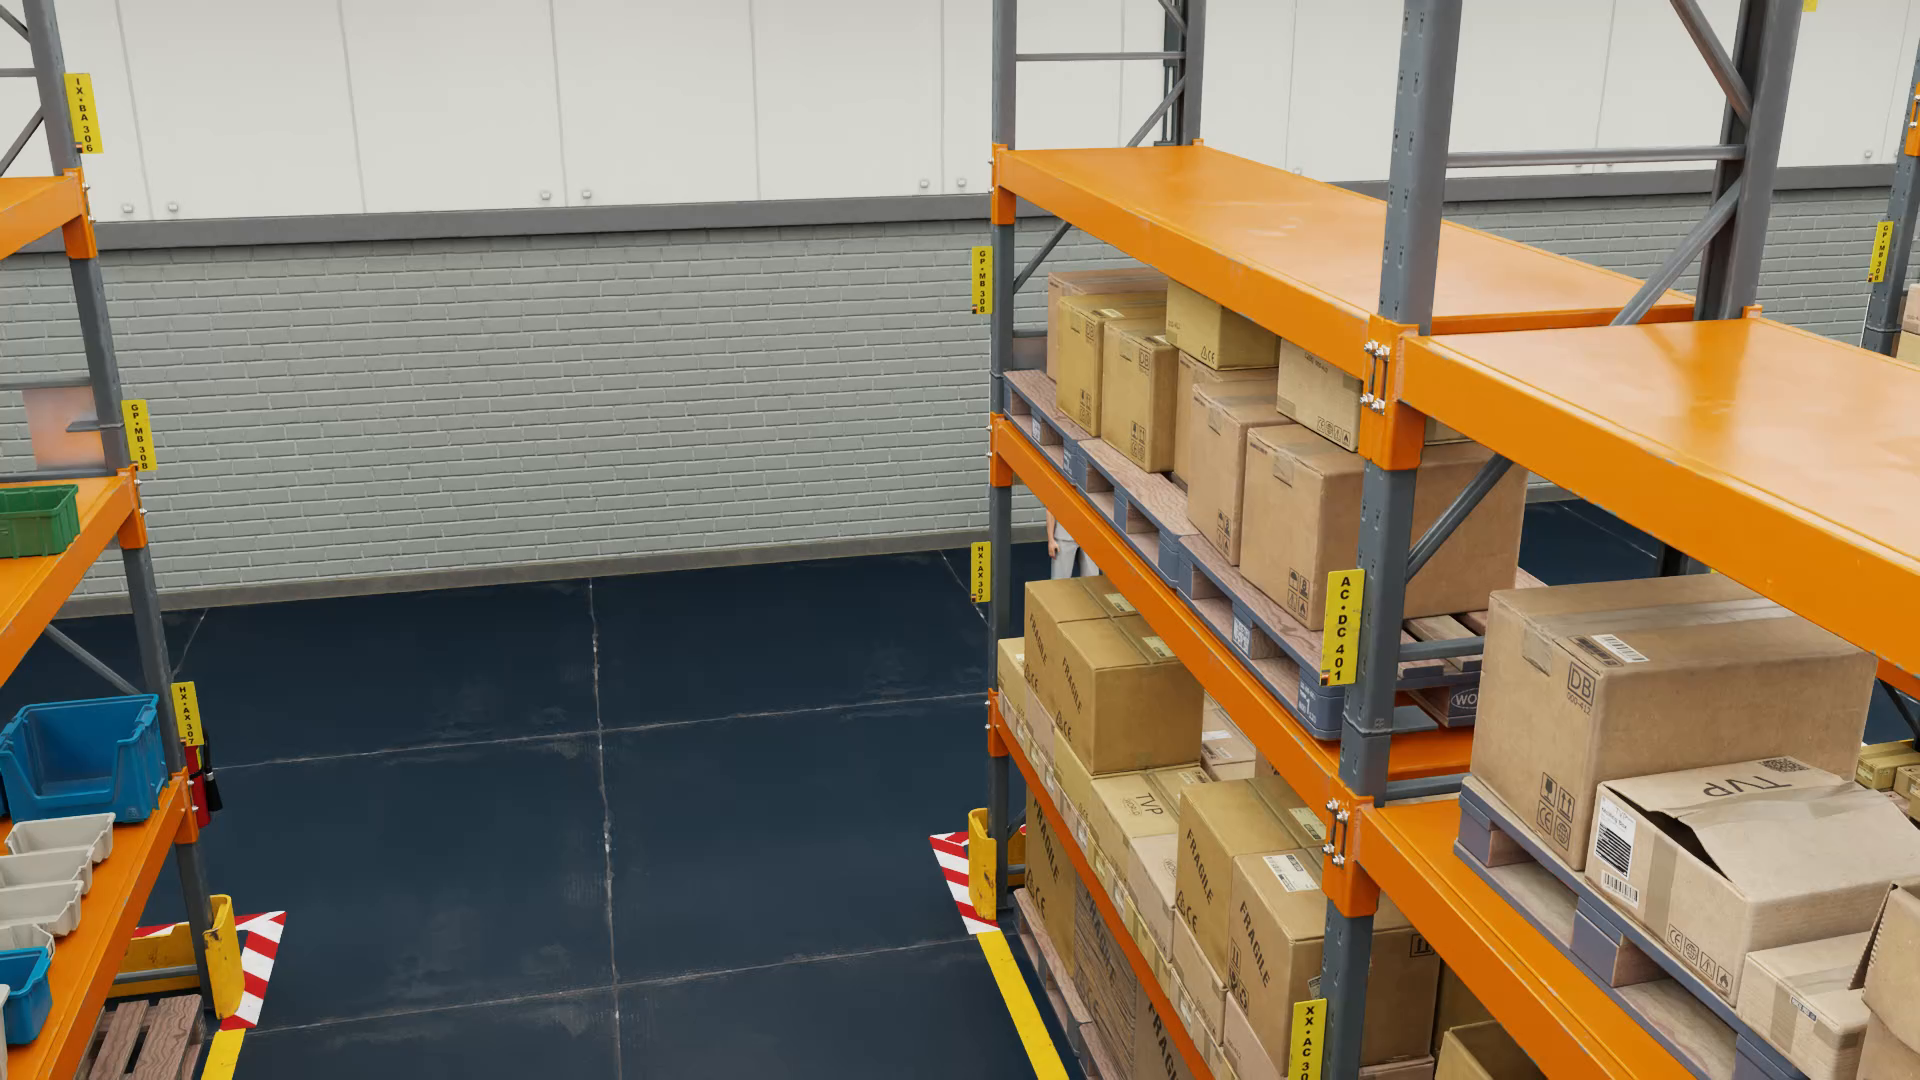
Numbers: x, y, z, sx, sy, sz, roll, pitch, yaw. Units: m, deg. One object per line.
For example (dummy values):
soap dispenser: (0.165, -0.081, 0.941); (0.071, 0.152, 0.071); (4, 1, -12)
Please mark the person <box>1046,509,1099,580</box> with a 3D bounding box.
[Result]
person: (0.874, 0.012, 12.324); (0.514, 1.671, 0.416); (-6, 21, -16)
